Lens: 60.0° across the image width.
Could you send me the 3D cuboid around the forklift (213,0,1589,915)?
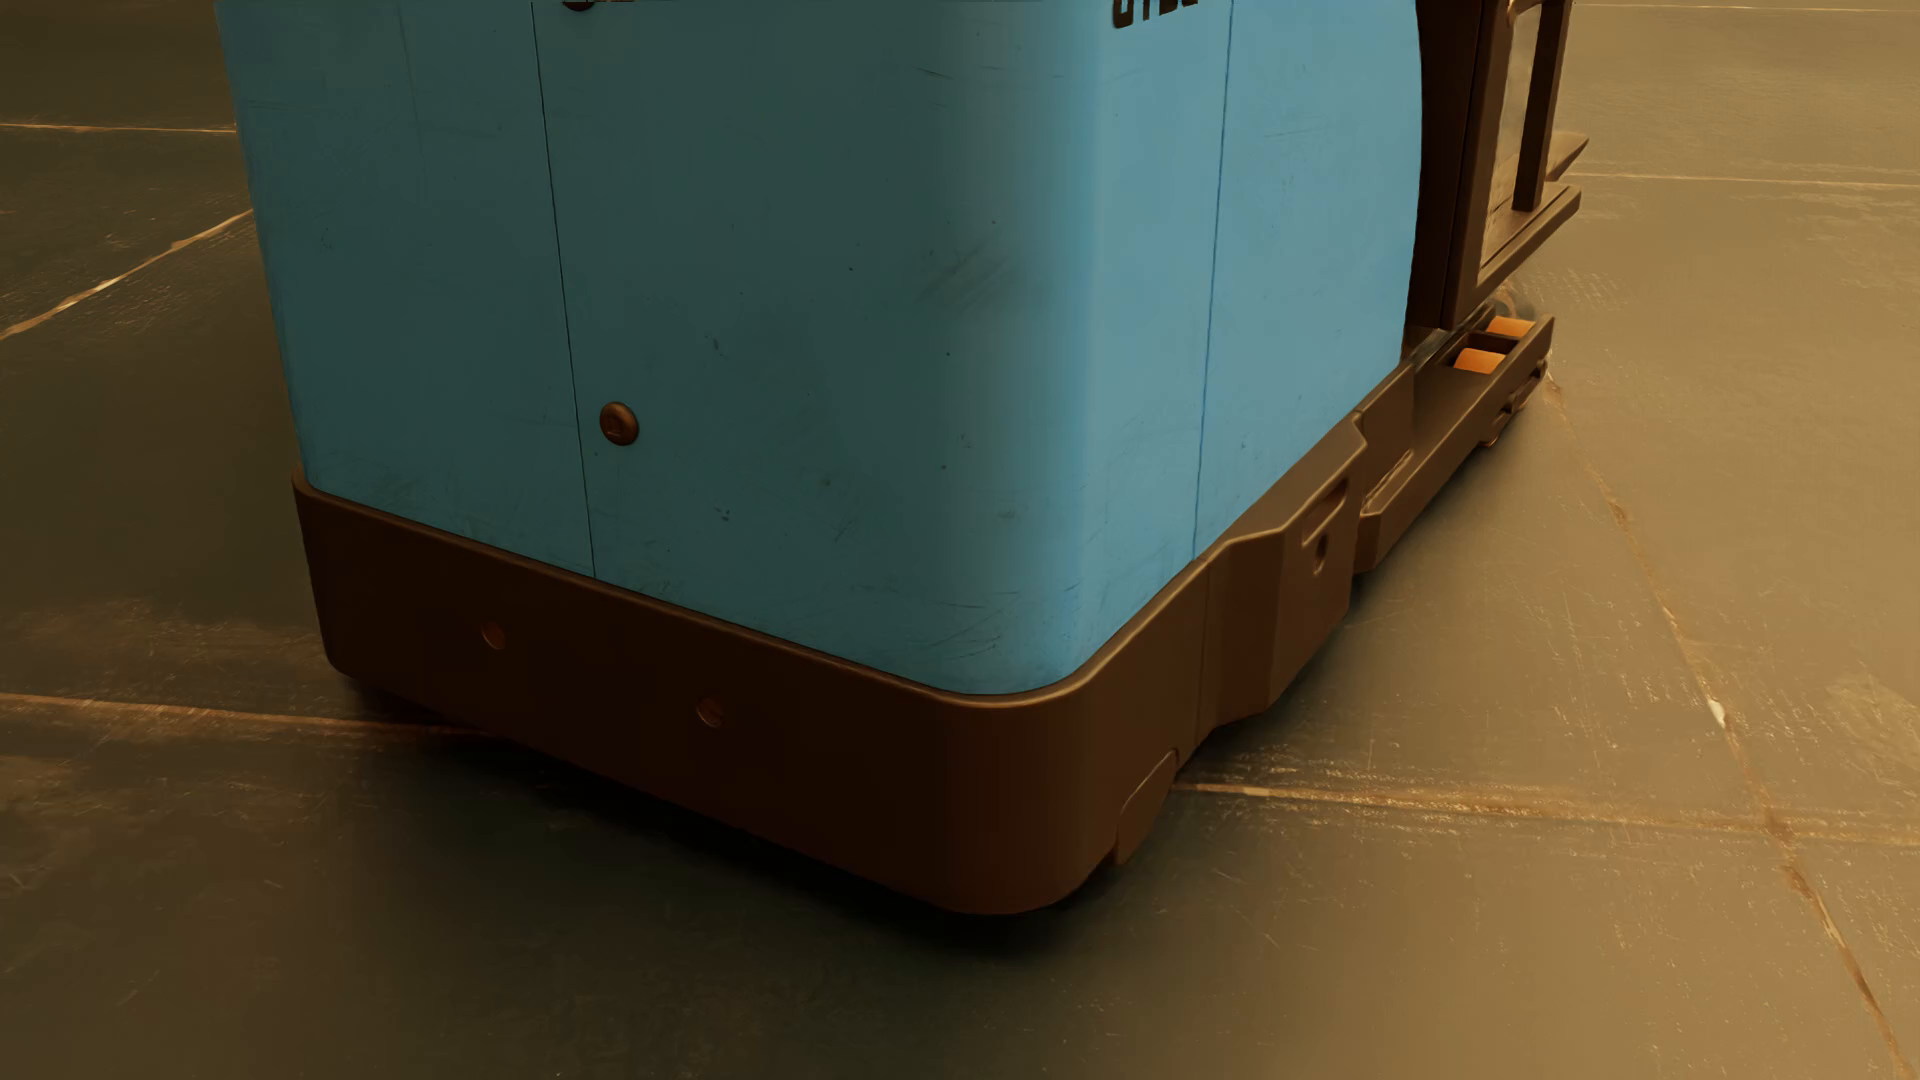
[{"bbox_3d":[0.401,-1.565,2.353,1.130,2.935,3.031,15,30,28],"label":"forklift"}]
